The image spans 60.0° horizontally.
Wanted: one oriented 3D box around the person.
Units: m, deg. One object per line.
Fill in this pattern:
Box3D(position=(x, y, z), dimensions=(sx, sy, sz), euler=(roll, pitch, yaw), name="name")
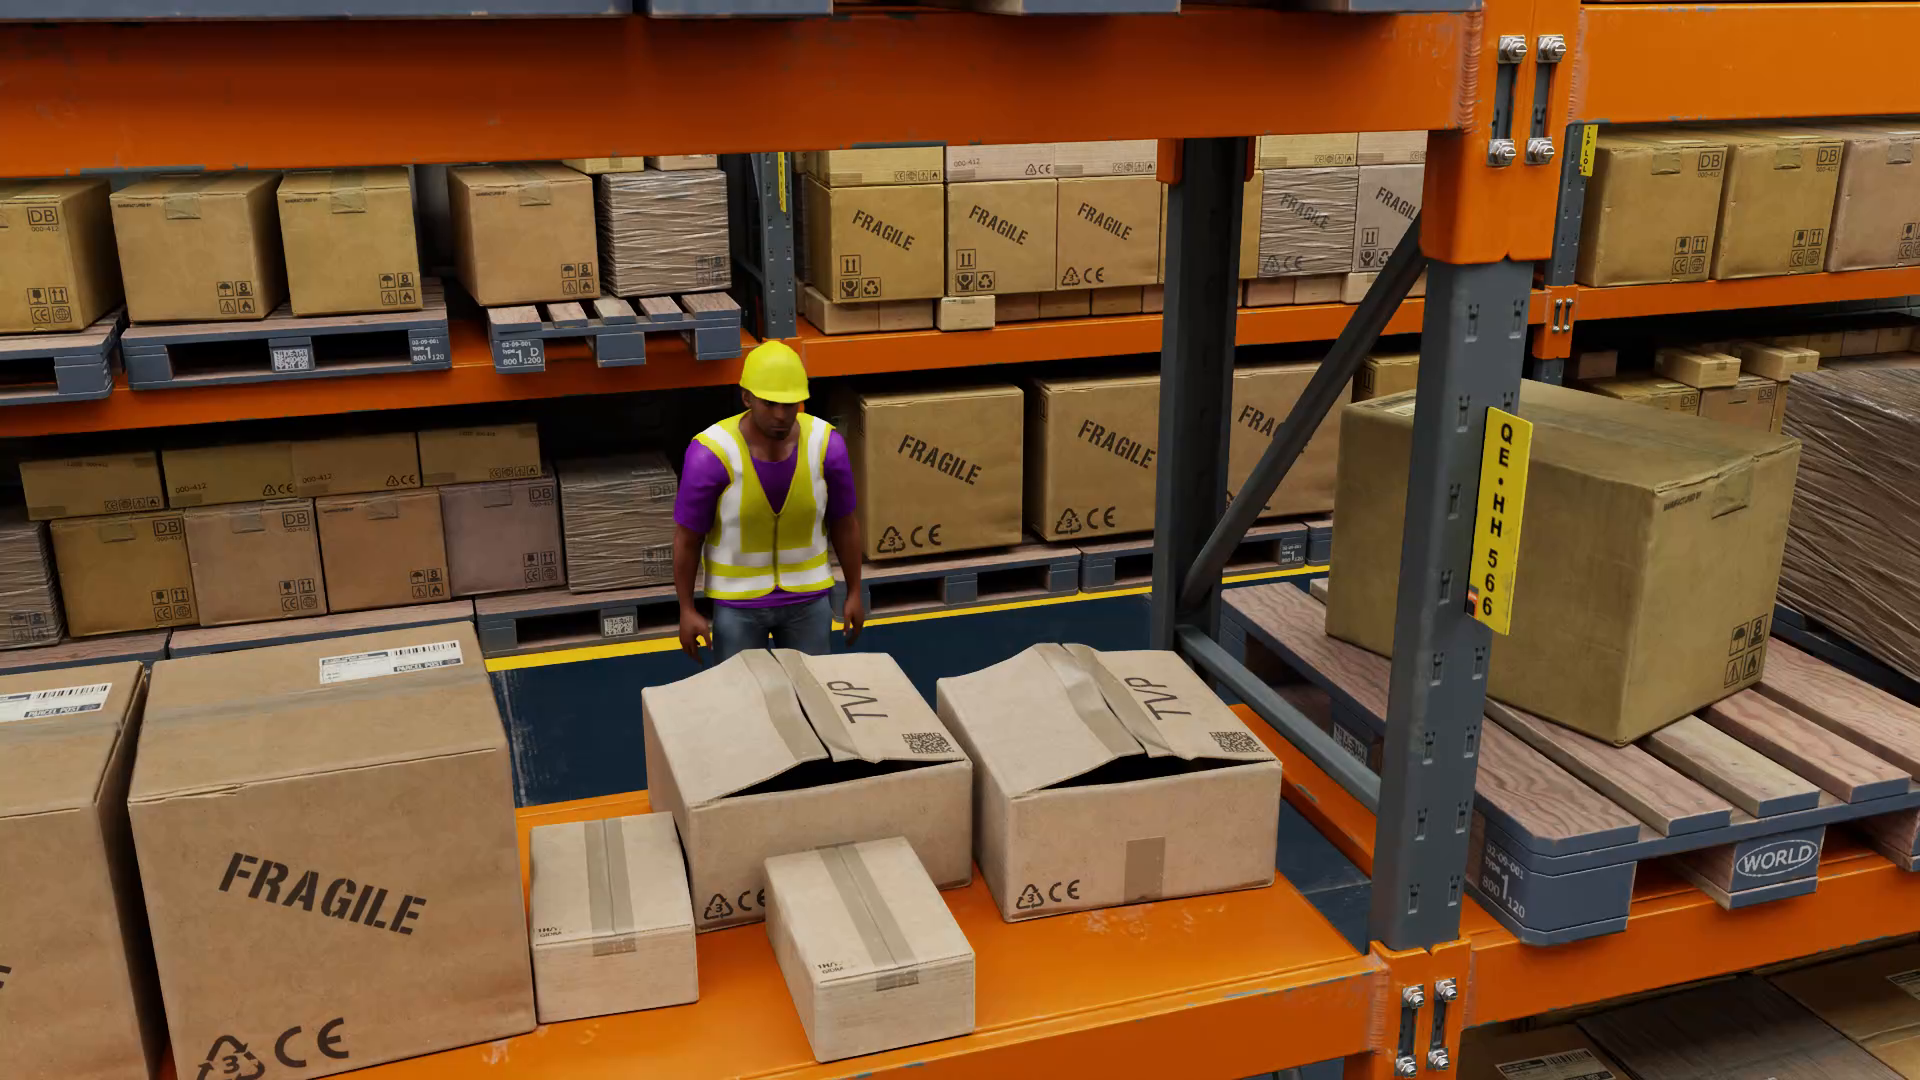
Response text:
Box3D(position=(-0.613, 0.209, 5.439), dimensions=(0.627, 1.757, 0.461), euler=(-6, 20, -18), name="person")
